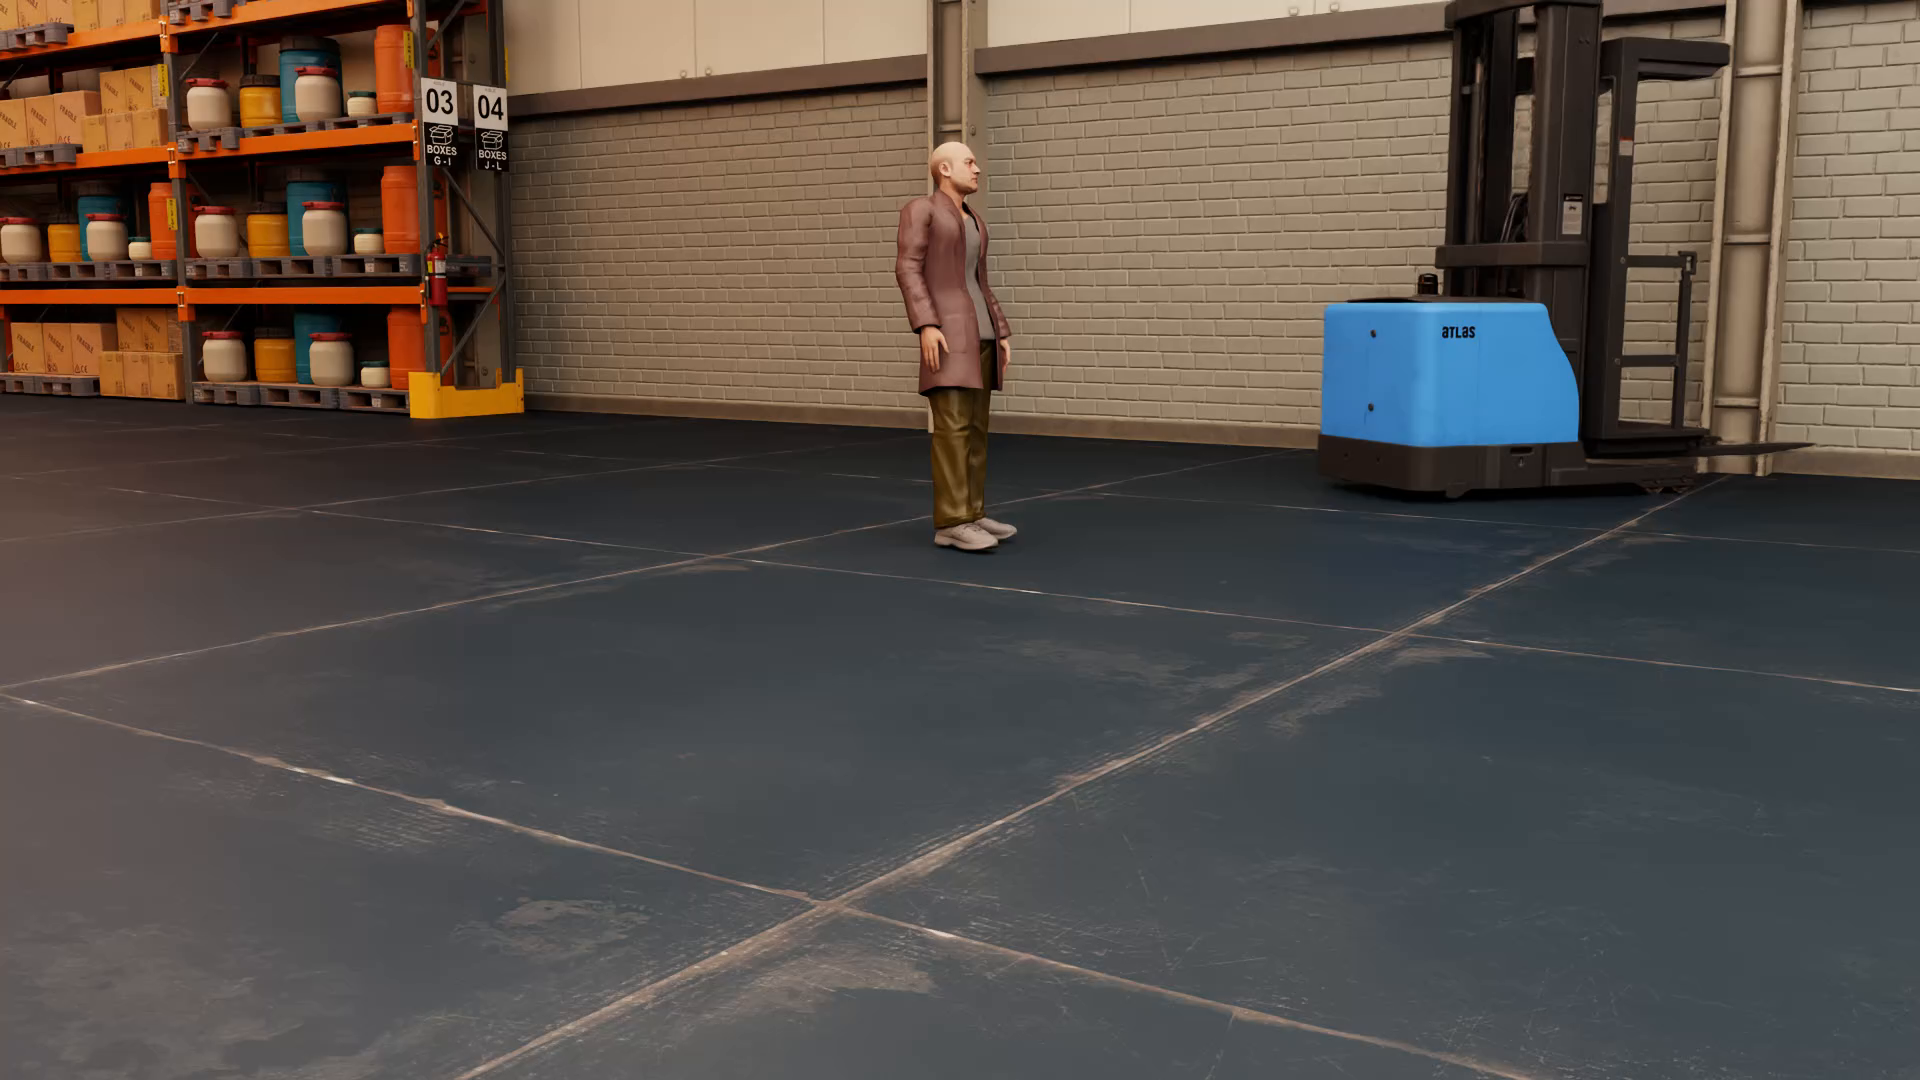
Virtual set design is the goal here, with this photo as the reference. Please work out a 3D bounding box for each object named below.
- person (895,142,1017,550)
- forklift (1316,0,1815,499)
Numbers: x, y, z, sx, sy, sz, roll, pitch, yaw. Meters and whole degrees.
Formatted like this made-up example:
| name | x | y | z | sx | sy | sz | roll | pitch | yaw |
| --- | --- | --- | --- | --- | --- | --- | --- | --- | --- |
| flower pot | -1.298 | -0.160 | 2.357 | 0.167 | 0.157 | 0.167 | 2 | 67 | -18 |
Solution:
| name | x | y | z | sx | sy | sz | roll | pitch | yaw |
| --- | --- | --- | --- | --- | --- | --- | --- | --- | --- |
| person | 0.072 | -0.879 | 7.423 | 0.582 | 1.775 | 0.696 | 5 | 10 | 34 |
| forklift | 3.671 | -1.780 | 9.708 | 3.031 | 2.935 | 1.130 | -3 | 9 | -21 |
